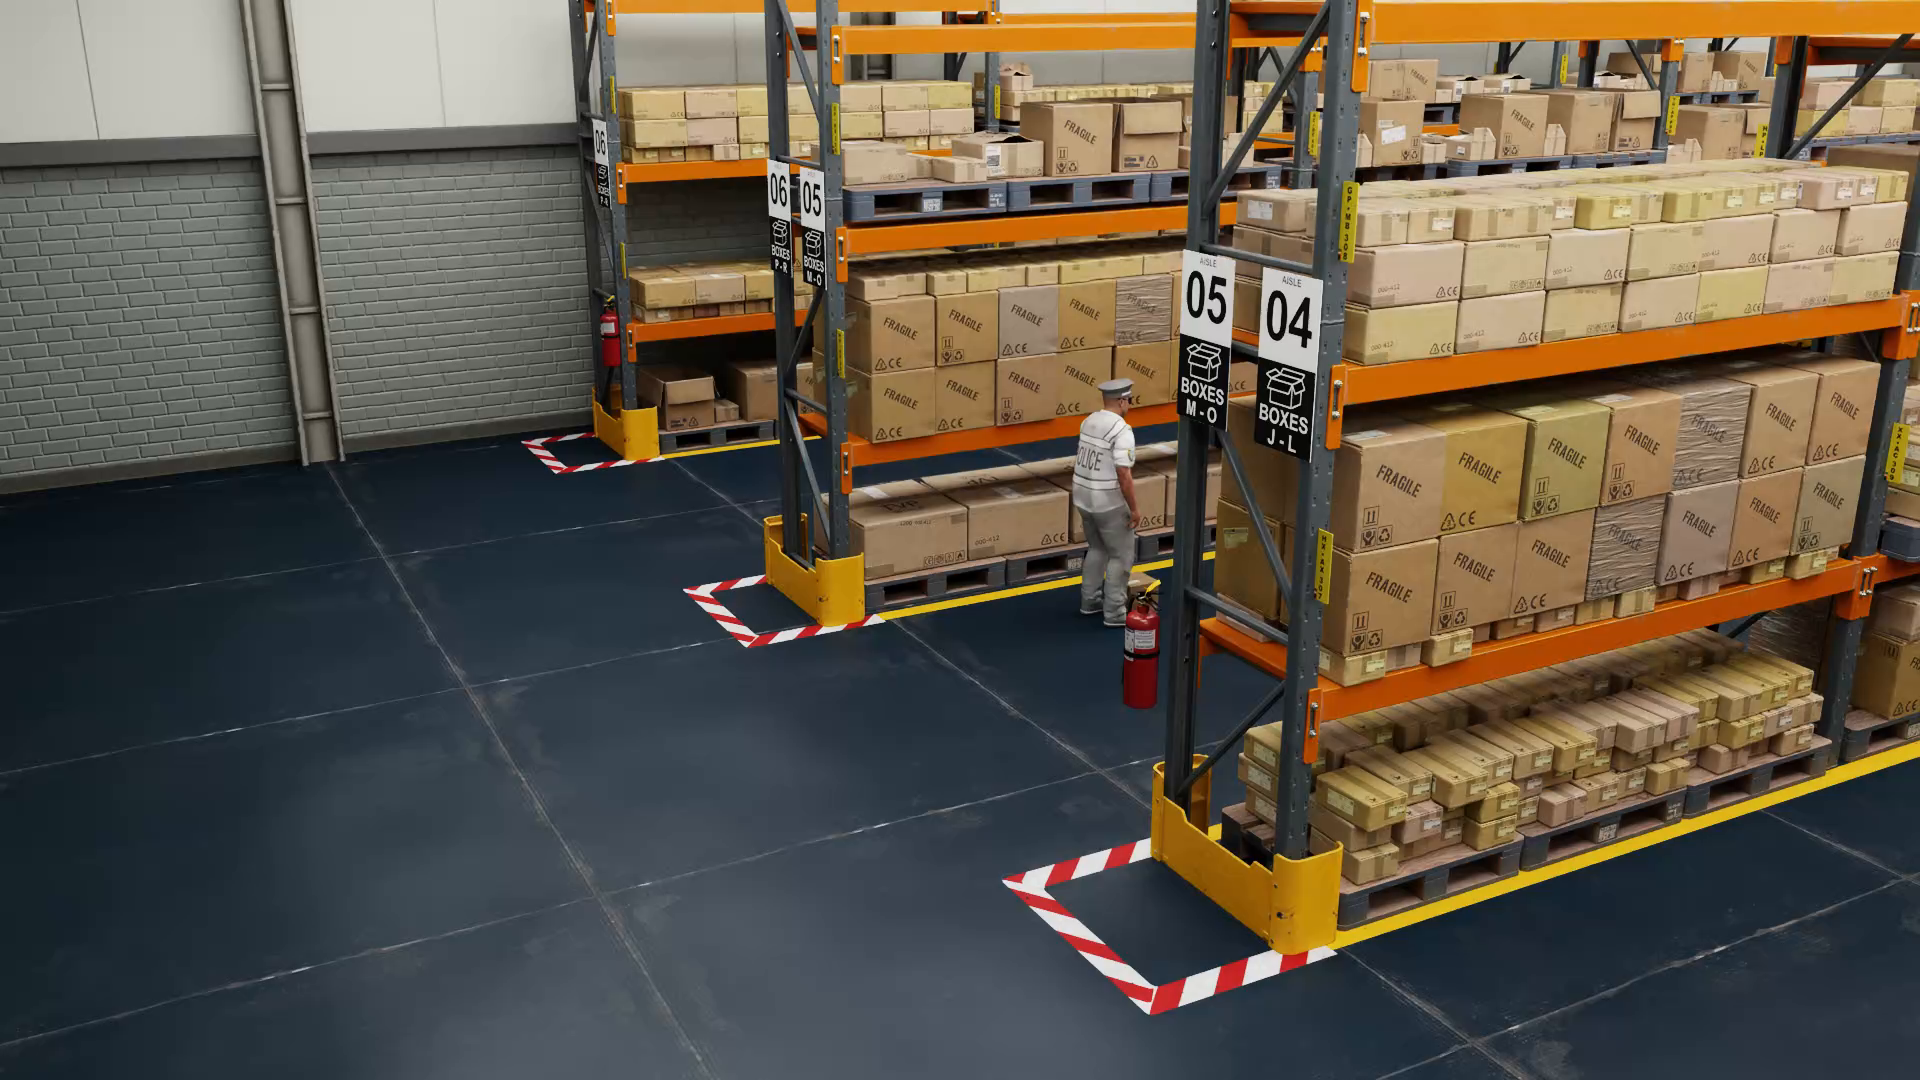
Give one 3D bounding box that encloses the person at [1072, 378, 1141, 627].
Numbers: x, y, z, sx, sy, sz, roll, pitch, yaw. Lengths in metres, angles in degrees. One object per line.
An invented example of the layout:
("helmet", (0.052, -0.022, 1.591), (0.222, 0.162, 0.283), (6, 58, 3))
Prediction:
("person", (1.042, -0.270, 11.858), (0.428, 1.751, 0.605), (-11, 21, -29))
